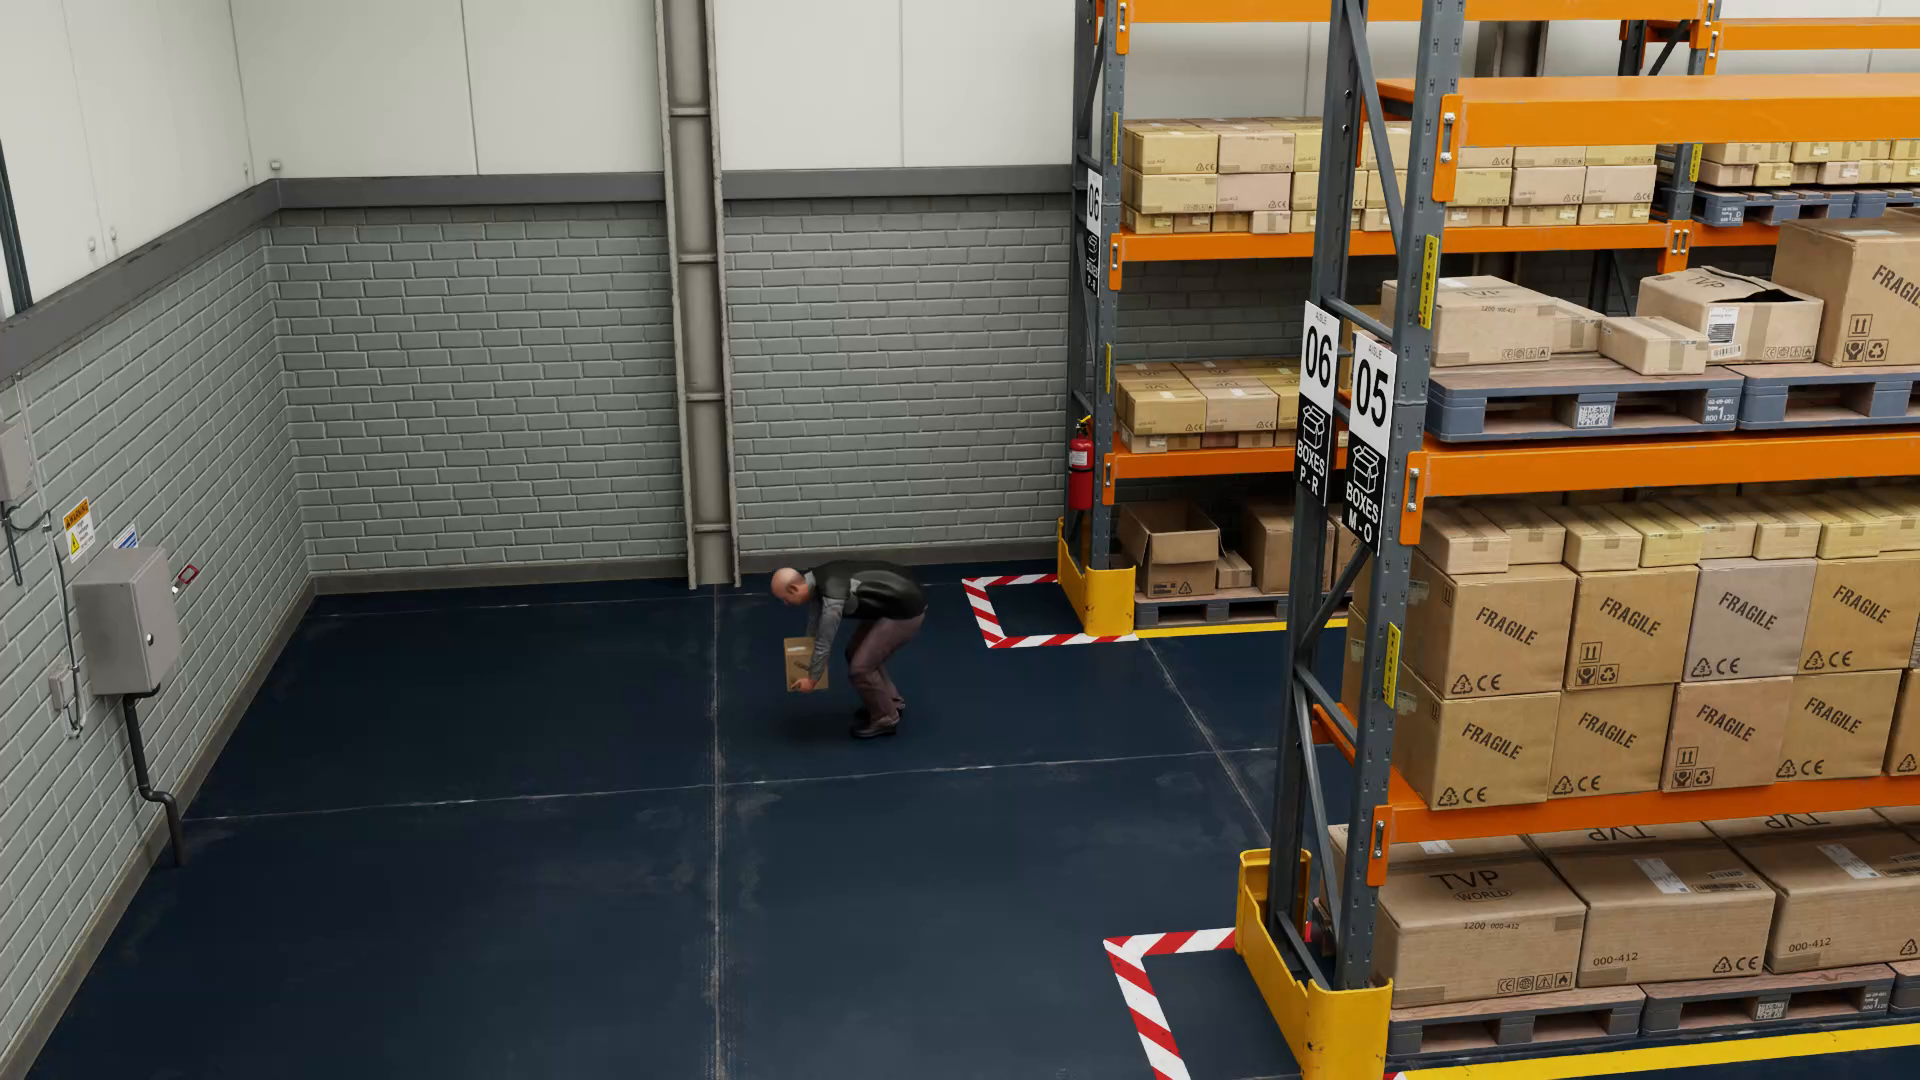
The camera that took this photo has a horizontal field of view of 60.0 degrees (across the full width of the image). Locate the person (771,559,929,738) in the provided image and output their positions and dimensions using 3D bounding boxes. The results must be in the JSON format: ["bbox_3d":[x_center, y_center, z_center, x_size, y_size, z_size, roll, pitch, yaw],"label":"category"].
[{"bbox_3d":[-0.672,0.652,10.209,0.946,1.108,0.482,-4,20,-10],"label":"person"}]
